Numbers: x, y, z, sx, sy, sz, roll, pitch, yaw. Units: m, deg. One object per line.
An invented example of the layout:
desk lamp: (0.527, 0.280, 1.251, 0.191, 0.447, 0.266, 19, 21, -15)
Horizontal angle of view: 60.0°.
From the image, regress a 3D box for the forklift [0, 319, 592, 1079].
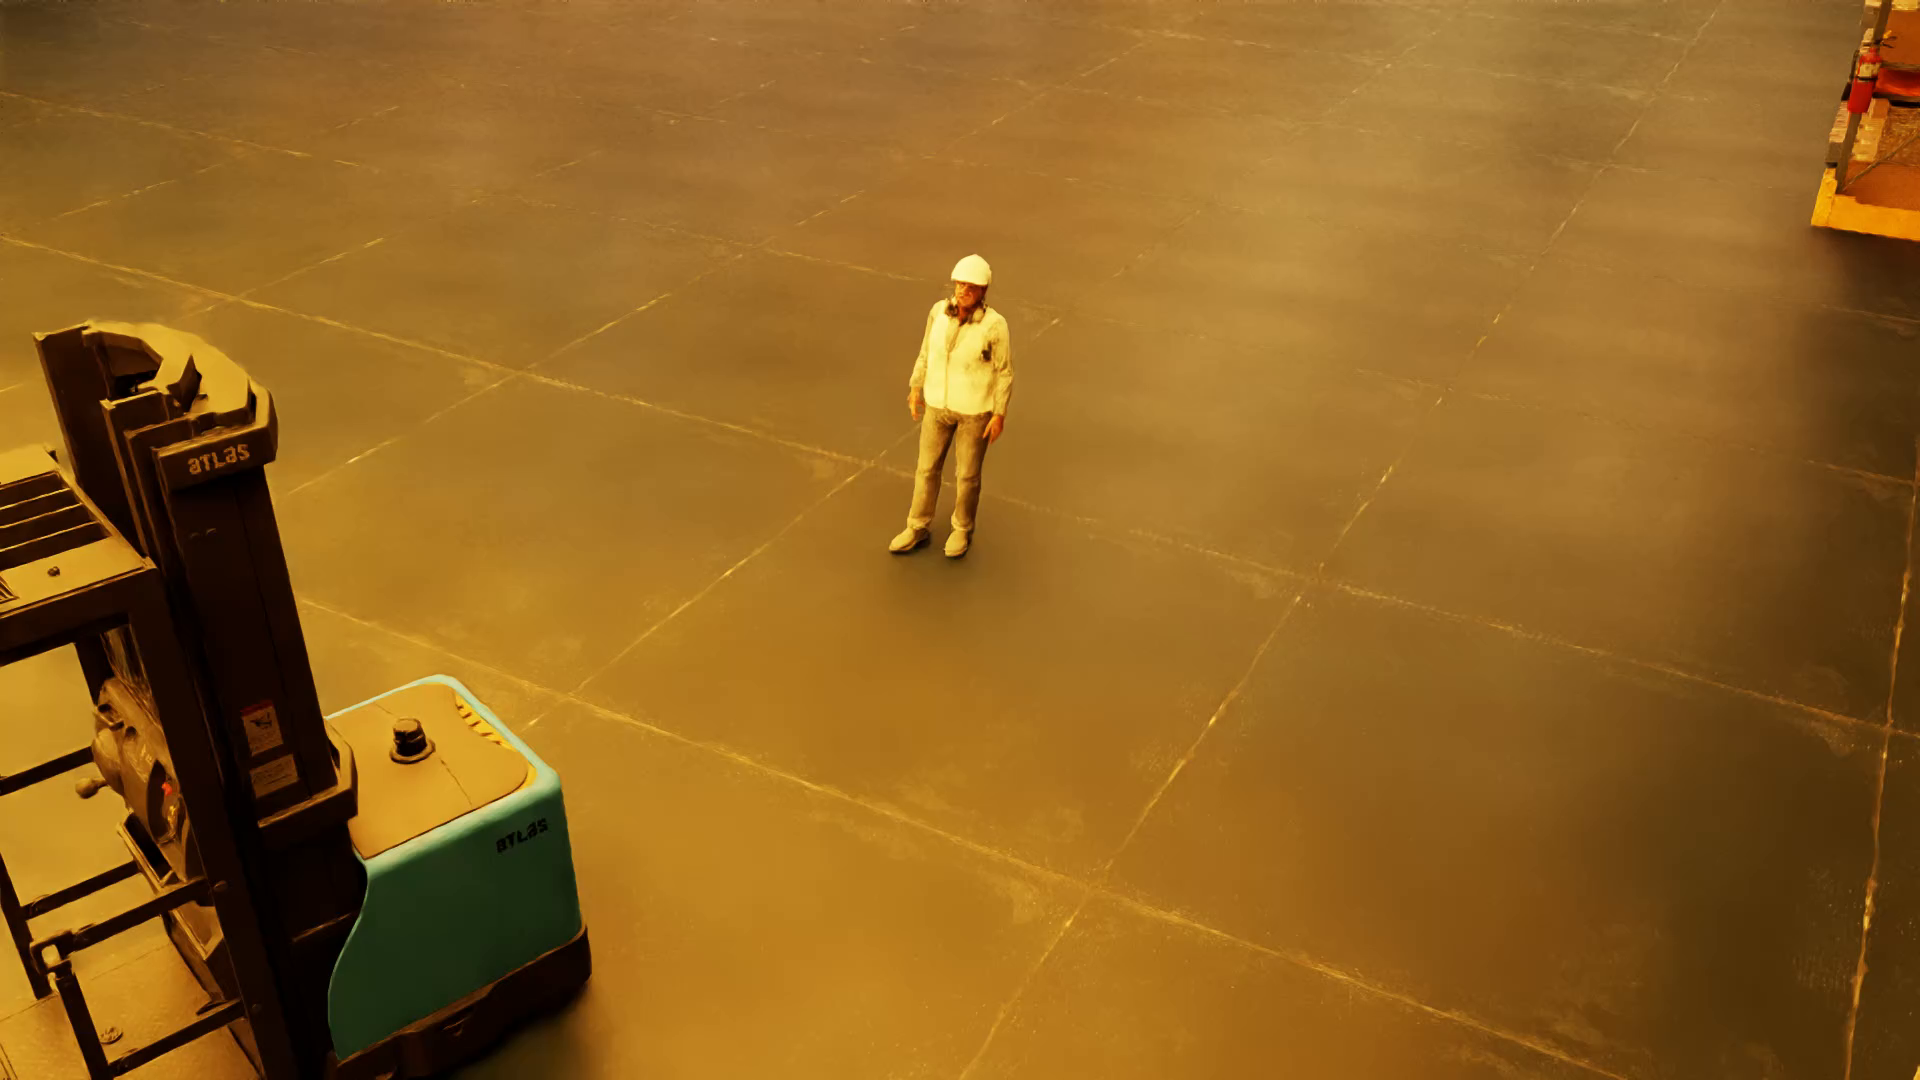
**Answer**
forklift: (-2.947, 0.863, 5.576, 3.031, 2.935, 1.130, -24, 37, -35)

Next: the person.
person: (-0.037, -0.749, 9.512, 0.632, 1.773, 0.567, 15, 33, 25)
